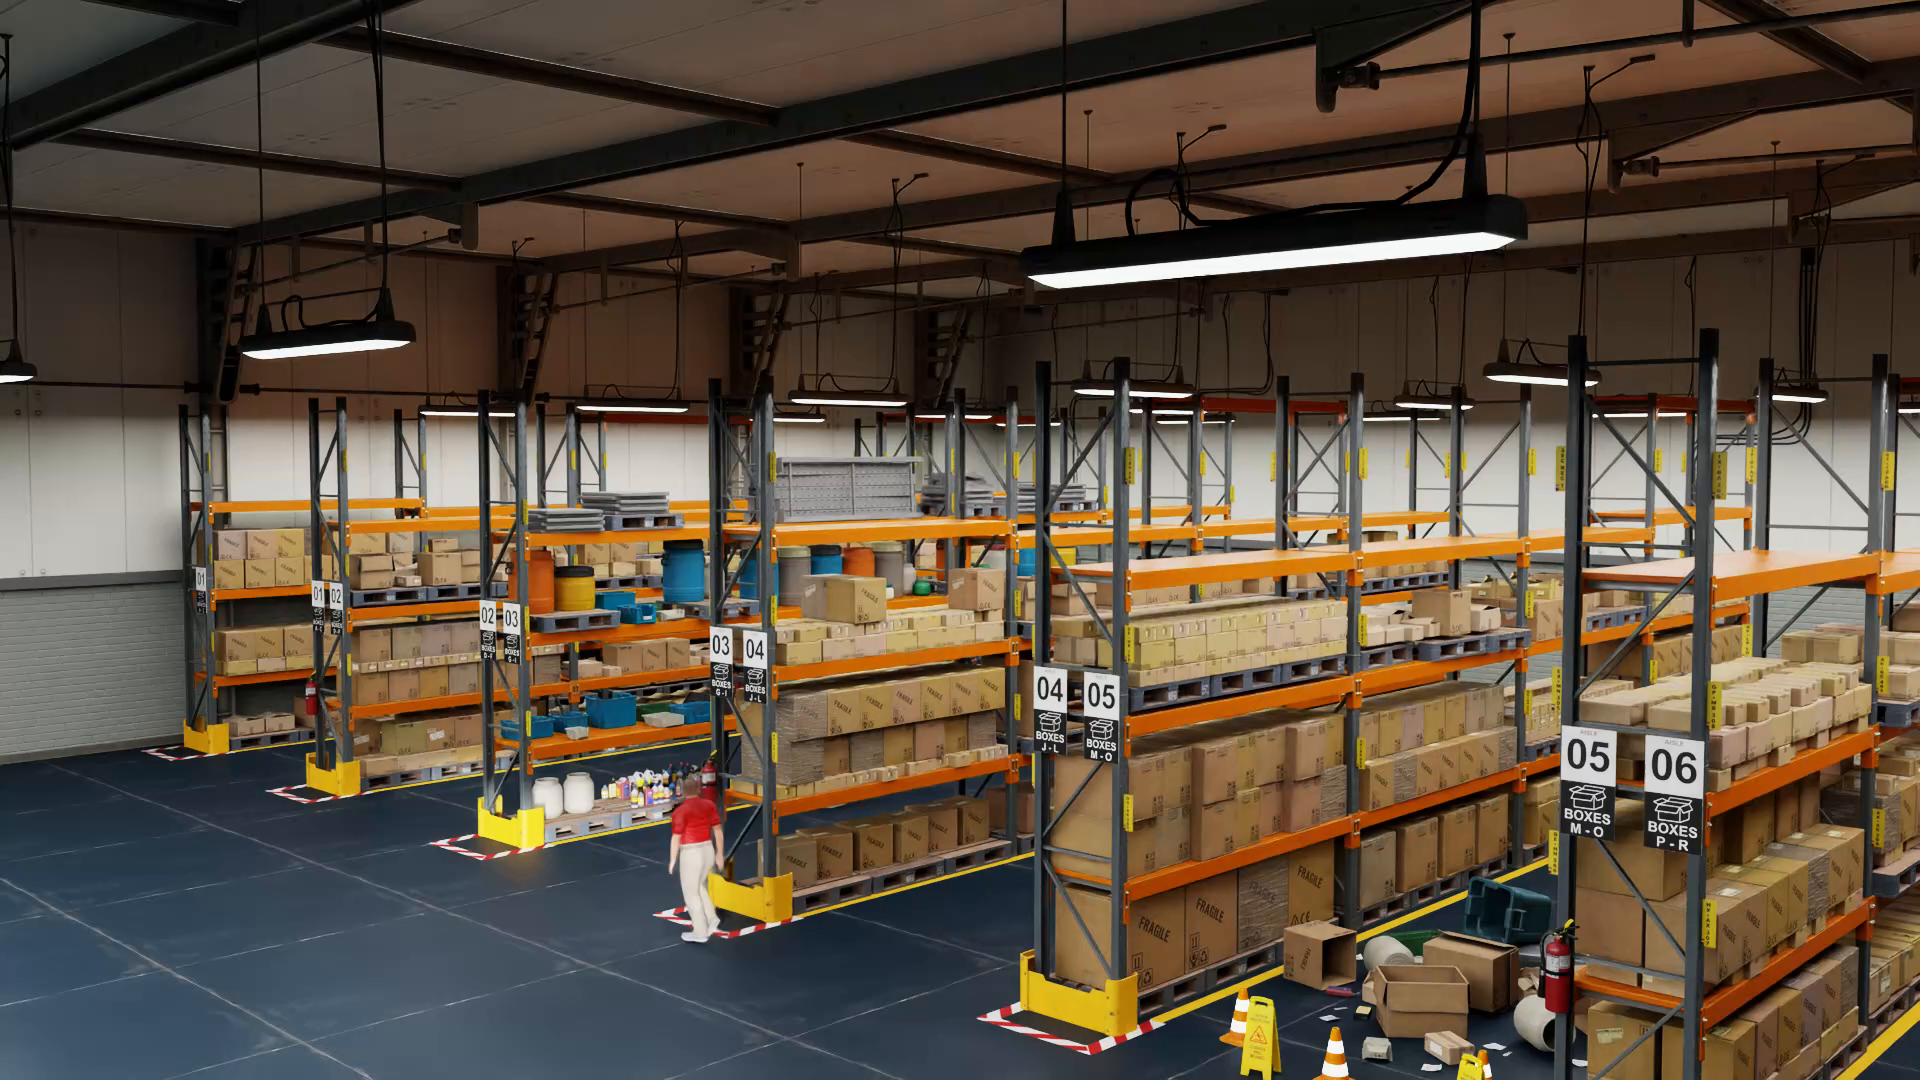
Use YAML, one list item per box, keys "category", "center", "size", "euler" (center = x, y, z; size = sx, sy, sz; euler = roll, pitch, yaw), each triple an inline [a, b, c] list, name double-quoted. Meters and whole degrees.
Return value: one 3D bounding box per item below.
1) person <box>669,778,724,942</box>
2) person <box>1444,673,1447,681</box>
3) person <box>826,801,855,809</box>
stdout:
- category: "person"
  center: [-2.802, 3.379, 17.520]
  size: [0.479, 1.754, 0.515]
  euler: [2, 4, 33]
- category: "person"
  center: [8.032, 2.900, 27.407]
  size: [0.949, 1.596, 0.501]
  euler: [-2, 4, -37]
- category: "person"
  center: [-1.725, 3.072, 24.286]
  size: [0.609, 1.643, 0.504]
  euler: [-2, 4, -32]
